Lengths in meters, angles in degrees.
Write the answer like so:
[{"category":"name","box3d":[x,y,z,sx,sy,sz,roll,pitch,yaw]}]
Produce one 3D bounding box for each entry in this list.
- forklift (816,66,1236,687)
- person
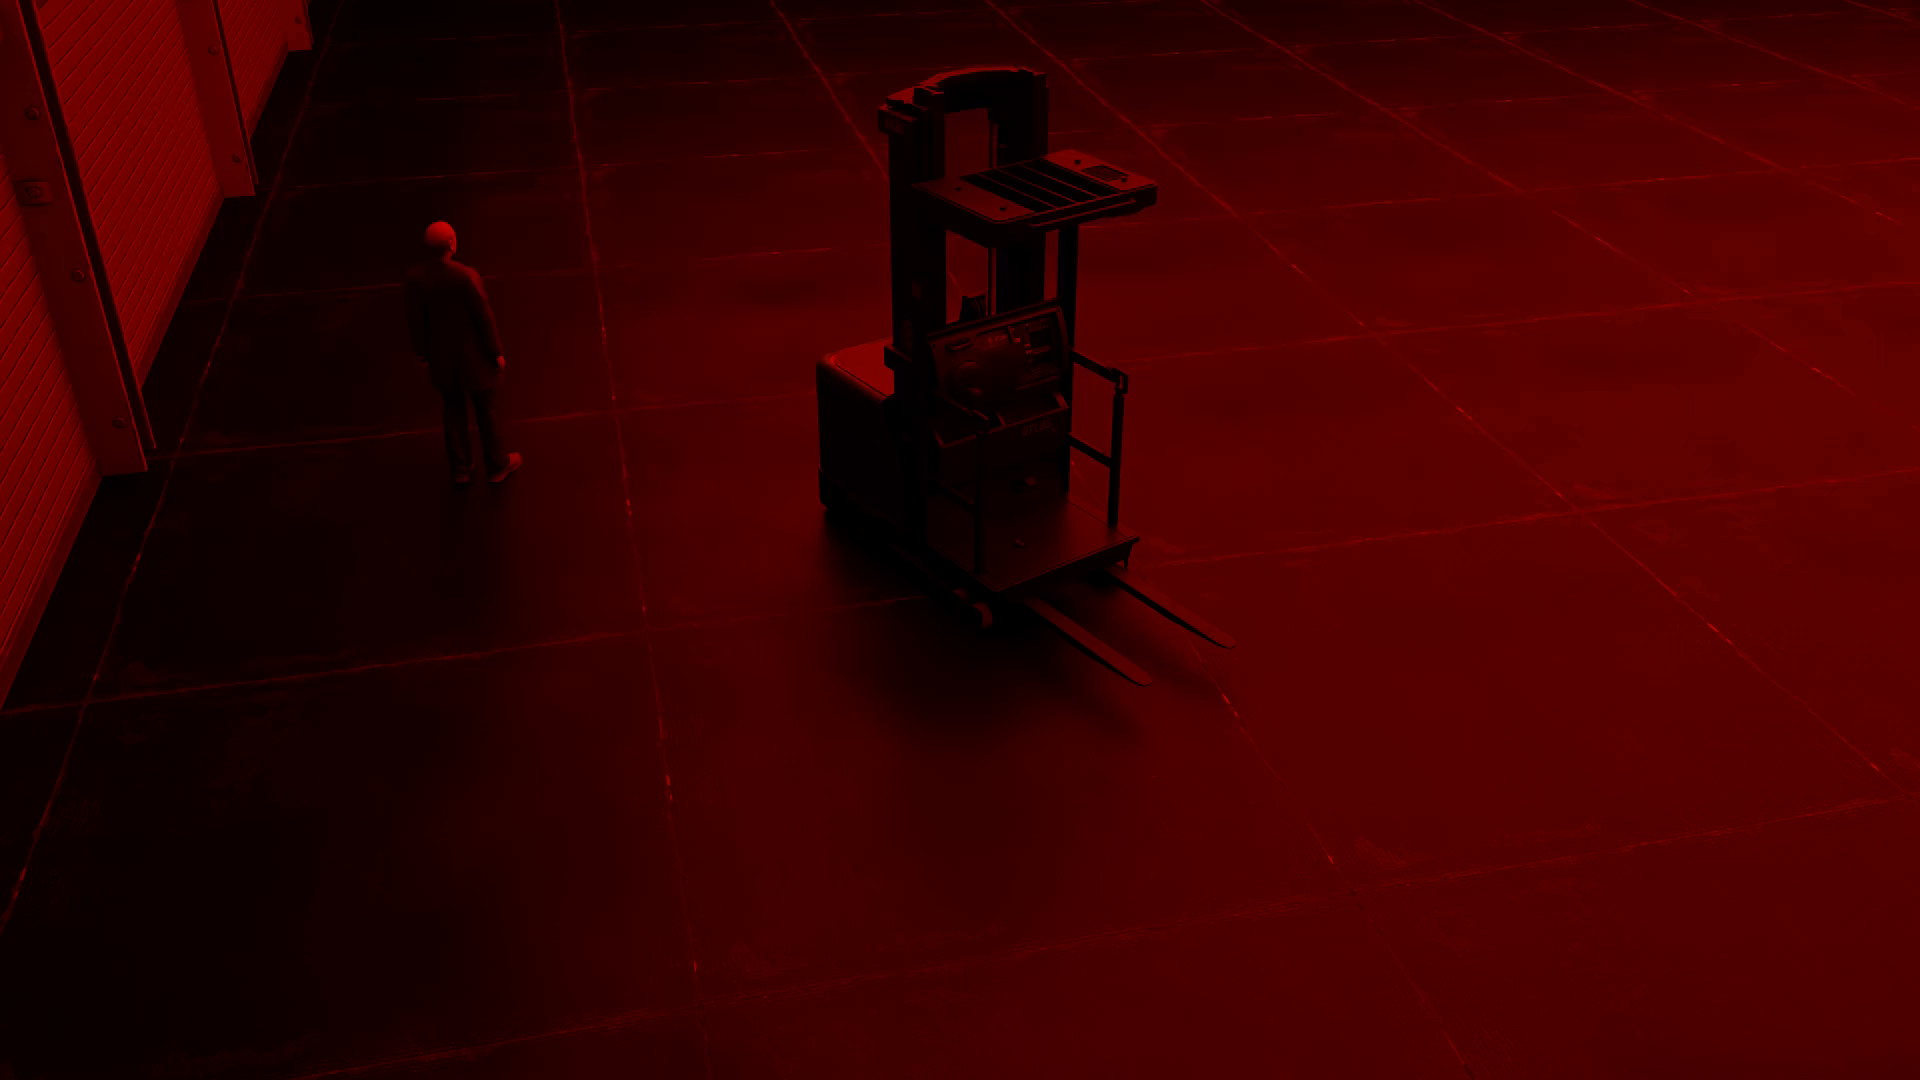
[{"category":"forklift","box3d":[0.355,-1.021,9.338,1.130,2.935,3.031,-20,35,-30]},{"category":"person","box3d":[-3.246,-1.233,10.852,0.605,1.783,0.400,3,30,5]}]
